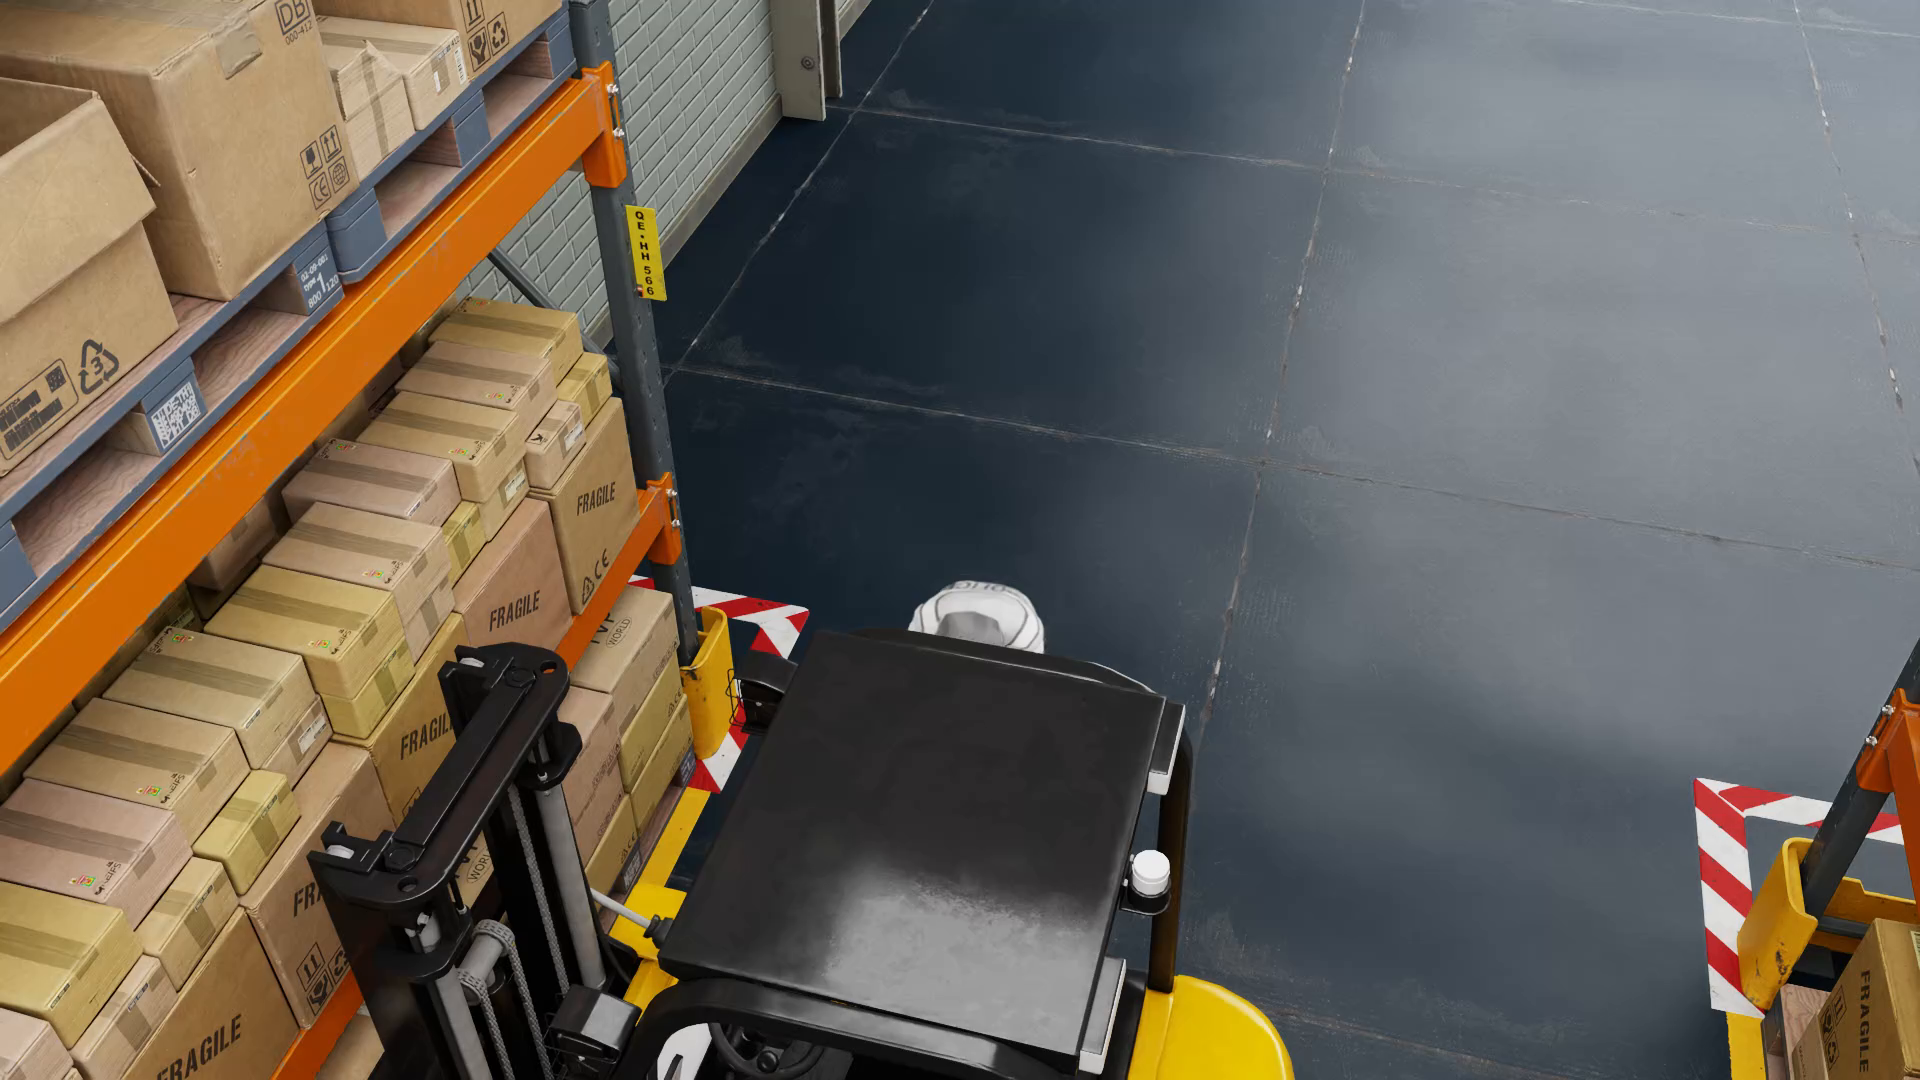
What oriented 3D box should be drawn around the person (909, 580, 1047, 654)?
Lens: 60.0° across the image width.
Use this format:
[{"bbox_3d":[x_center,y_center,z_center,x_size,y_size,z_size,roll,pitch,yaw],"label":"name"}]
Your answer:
[{"bbox_3d":[0.048,0.492,6.156,0.543,1.020,0.914,9,42,11],"label":"person"}]
